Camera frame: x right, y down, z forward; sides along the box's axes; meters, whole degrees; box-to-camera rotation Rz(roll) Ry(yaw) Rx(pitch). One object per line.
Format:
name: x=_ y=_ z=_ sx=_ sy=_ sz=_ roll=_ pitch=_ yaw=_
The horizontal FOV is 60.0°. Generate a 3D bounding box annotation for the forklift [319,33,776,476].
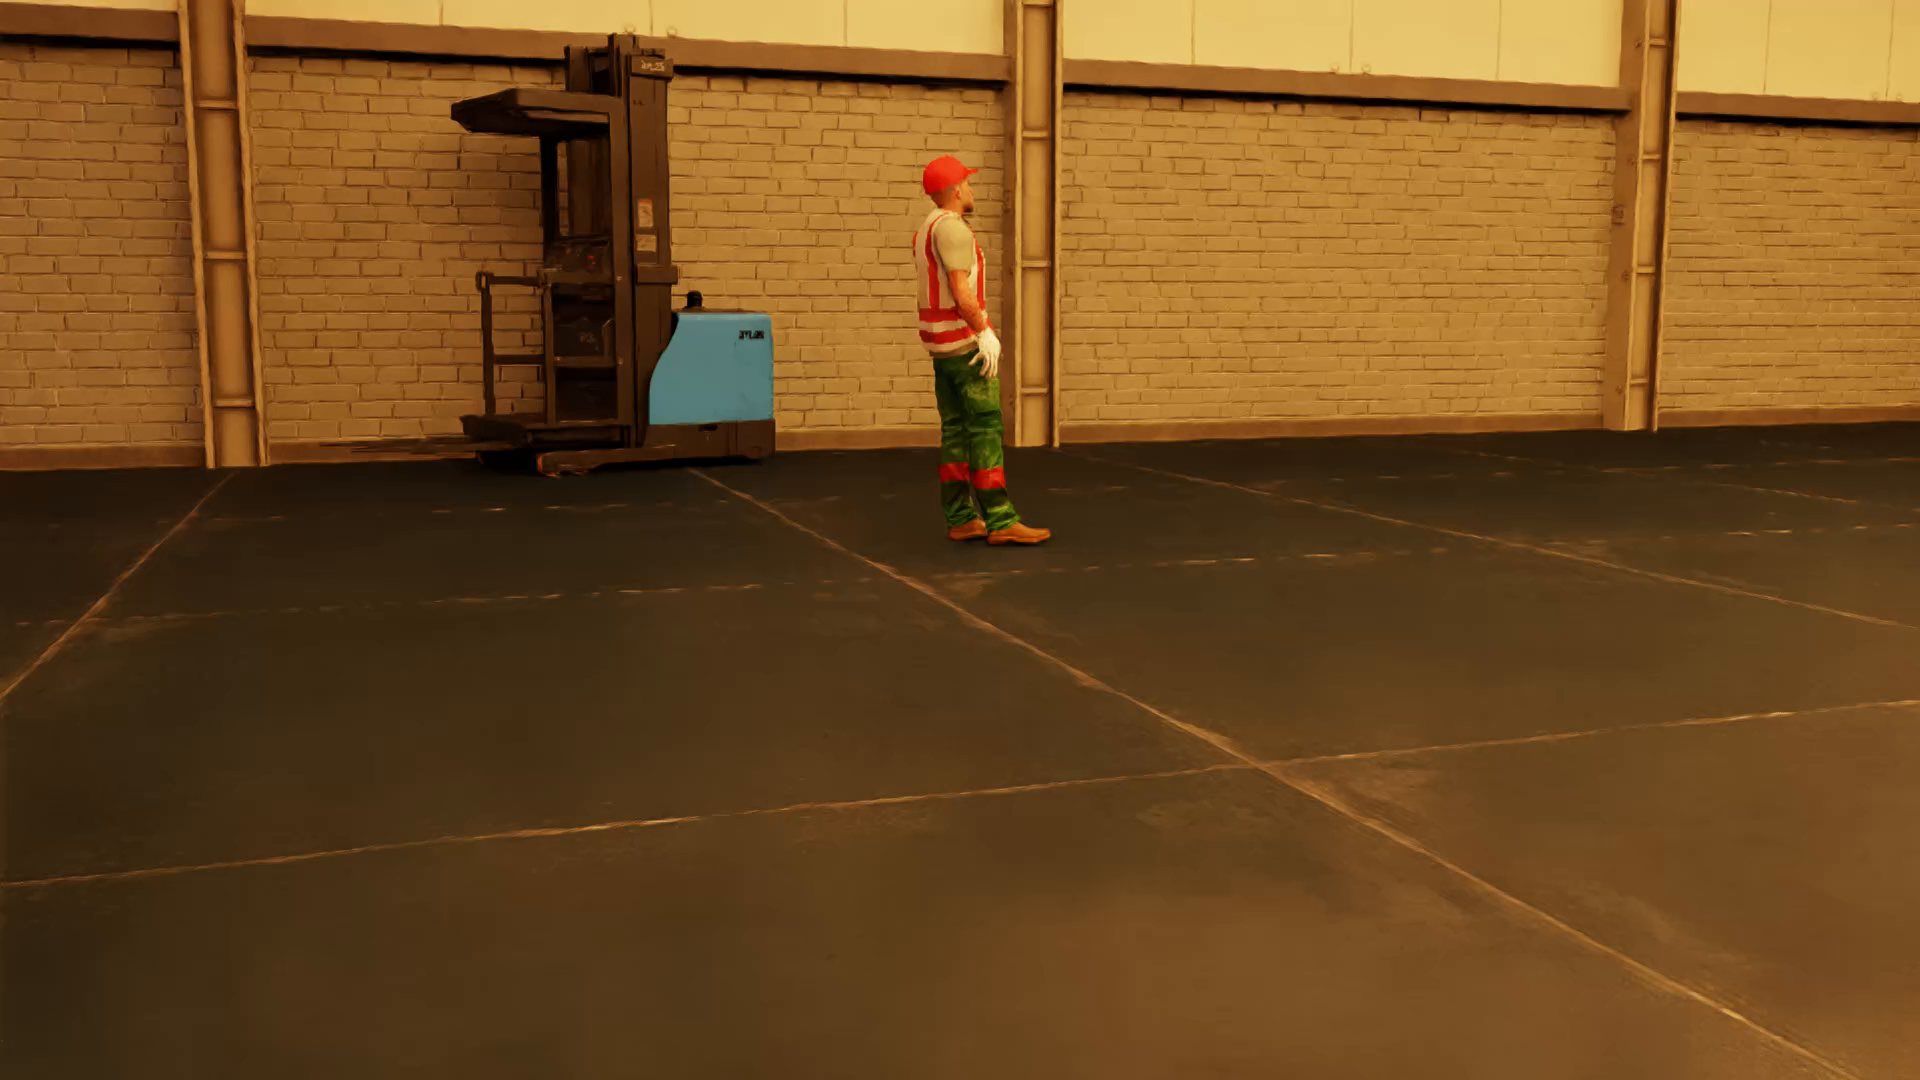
forklift: x=-2.810 y=-1.952 z=11.405 sx=3.031 sy=2.935 sz=1.130 roll=-6 pitch=10 yaw=-38

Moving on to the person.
person: x=0.080 y=-0.895 z=7.817 sx=0.563 sy=1.787 sz=0.637 roll=-3 pitch=8 yaw=-18
